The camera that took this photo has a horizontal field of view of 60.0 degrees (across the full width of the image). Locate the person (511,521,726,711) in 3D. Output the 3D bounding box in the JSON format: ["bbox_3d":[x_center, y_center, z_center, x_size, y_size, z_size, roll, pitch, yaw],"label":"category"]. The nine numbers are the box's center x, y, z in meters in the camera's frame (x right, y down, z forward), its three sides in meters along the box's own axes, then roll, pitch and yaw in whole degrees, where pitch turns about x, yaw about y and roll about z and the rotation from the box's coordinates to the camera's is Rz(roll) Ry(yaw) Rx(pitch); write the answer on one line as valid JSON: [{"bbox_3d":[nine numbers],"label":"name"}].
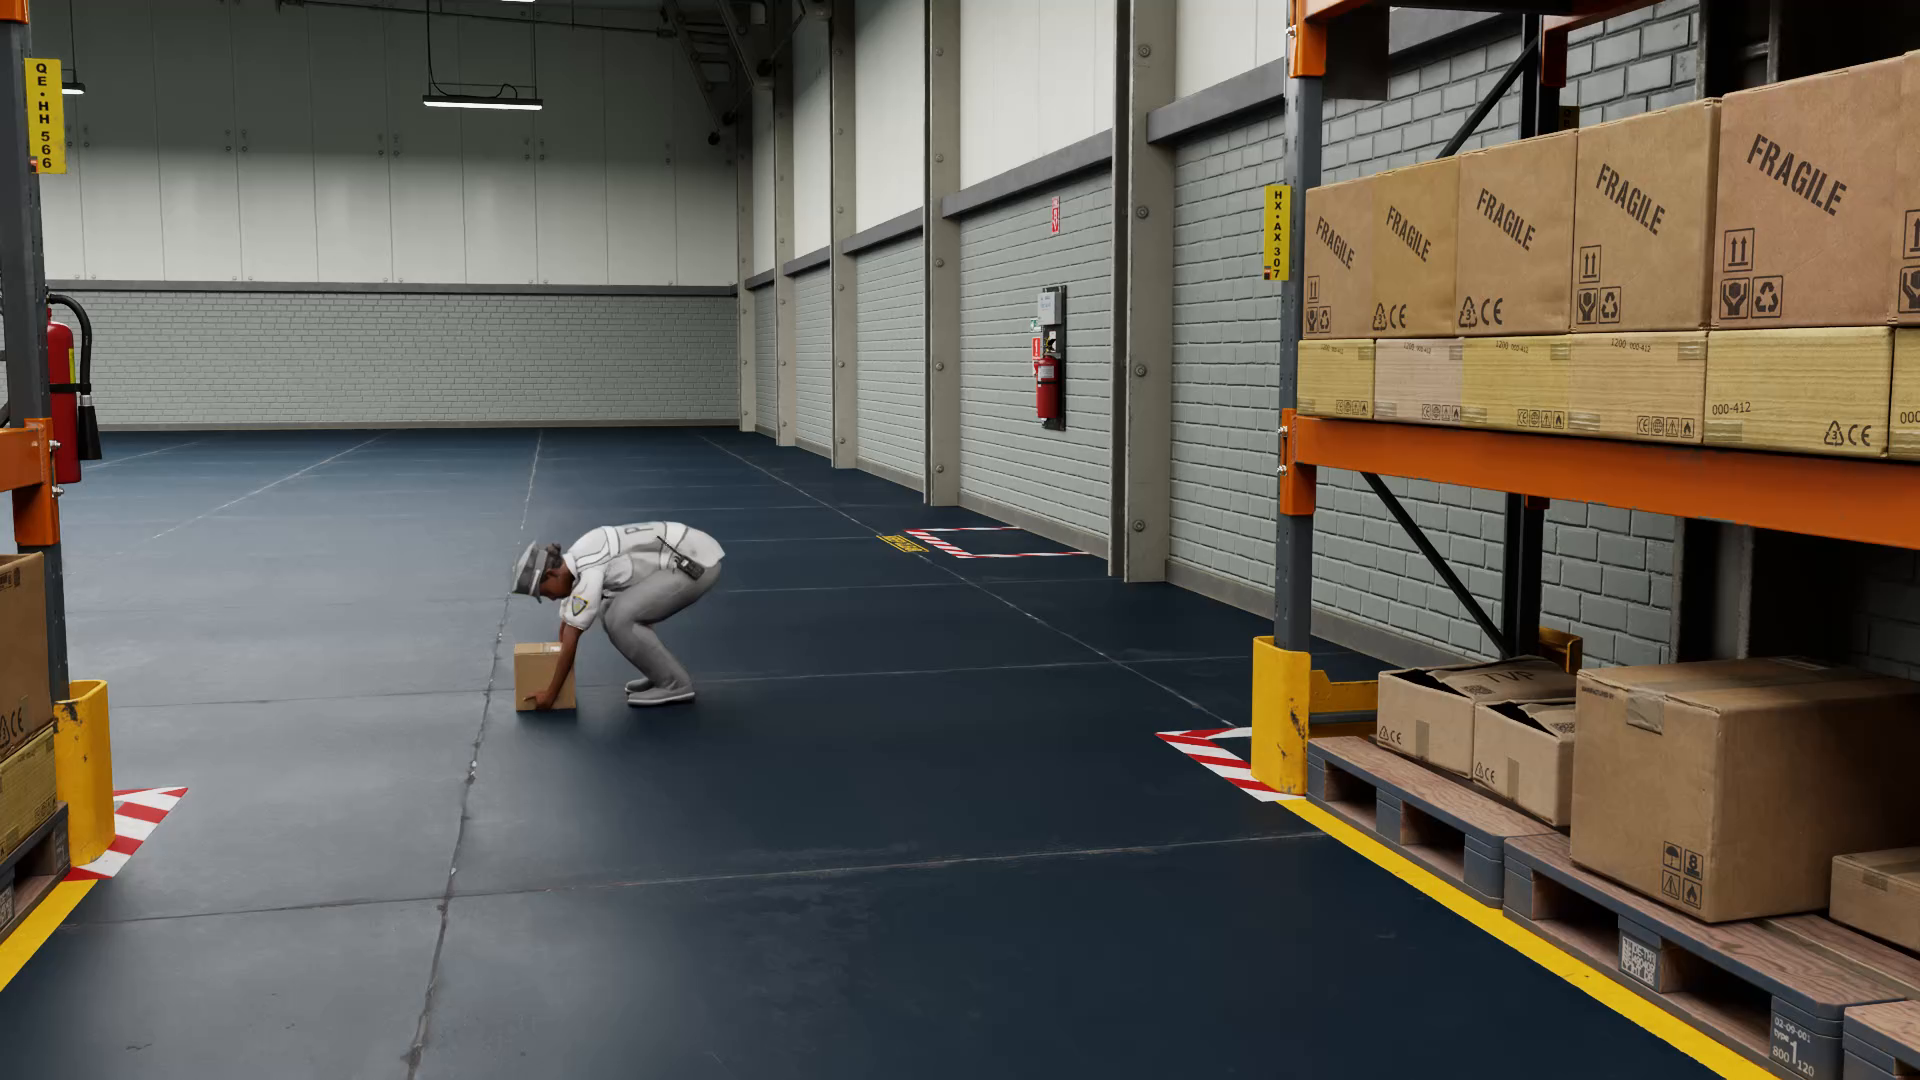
[{"bbox_3d":[-1.493,0.329,7.301,0.922,0.812,0.469,-2,6,-16],"label":"person"}]
